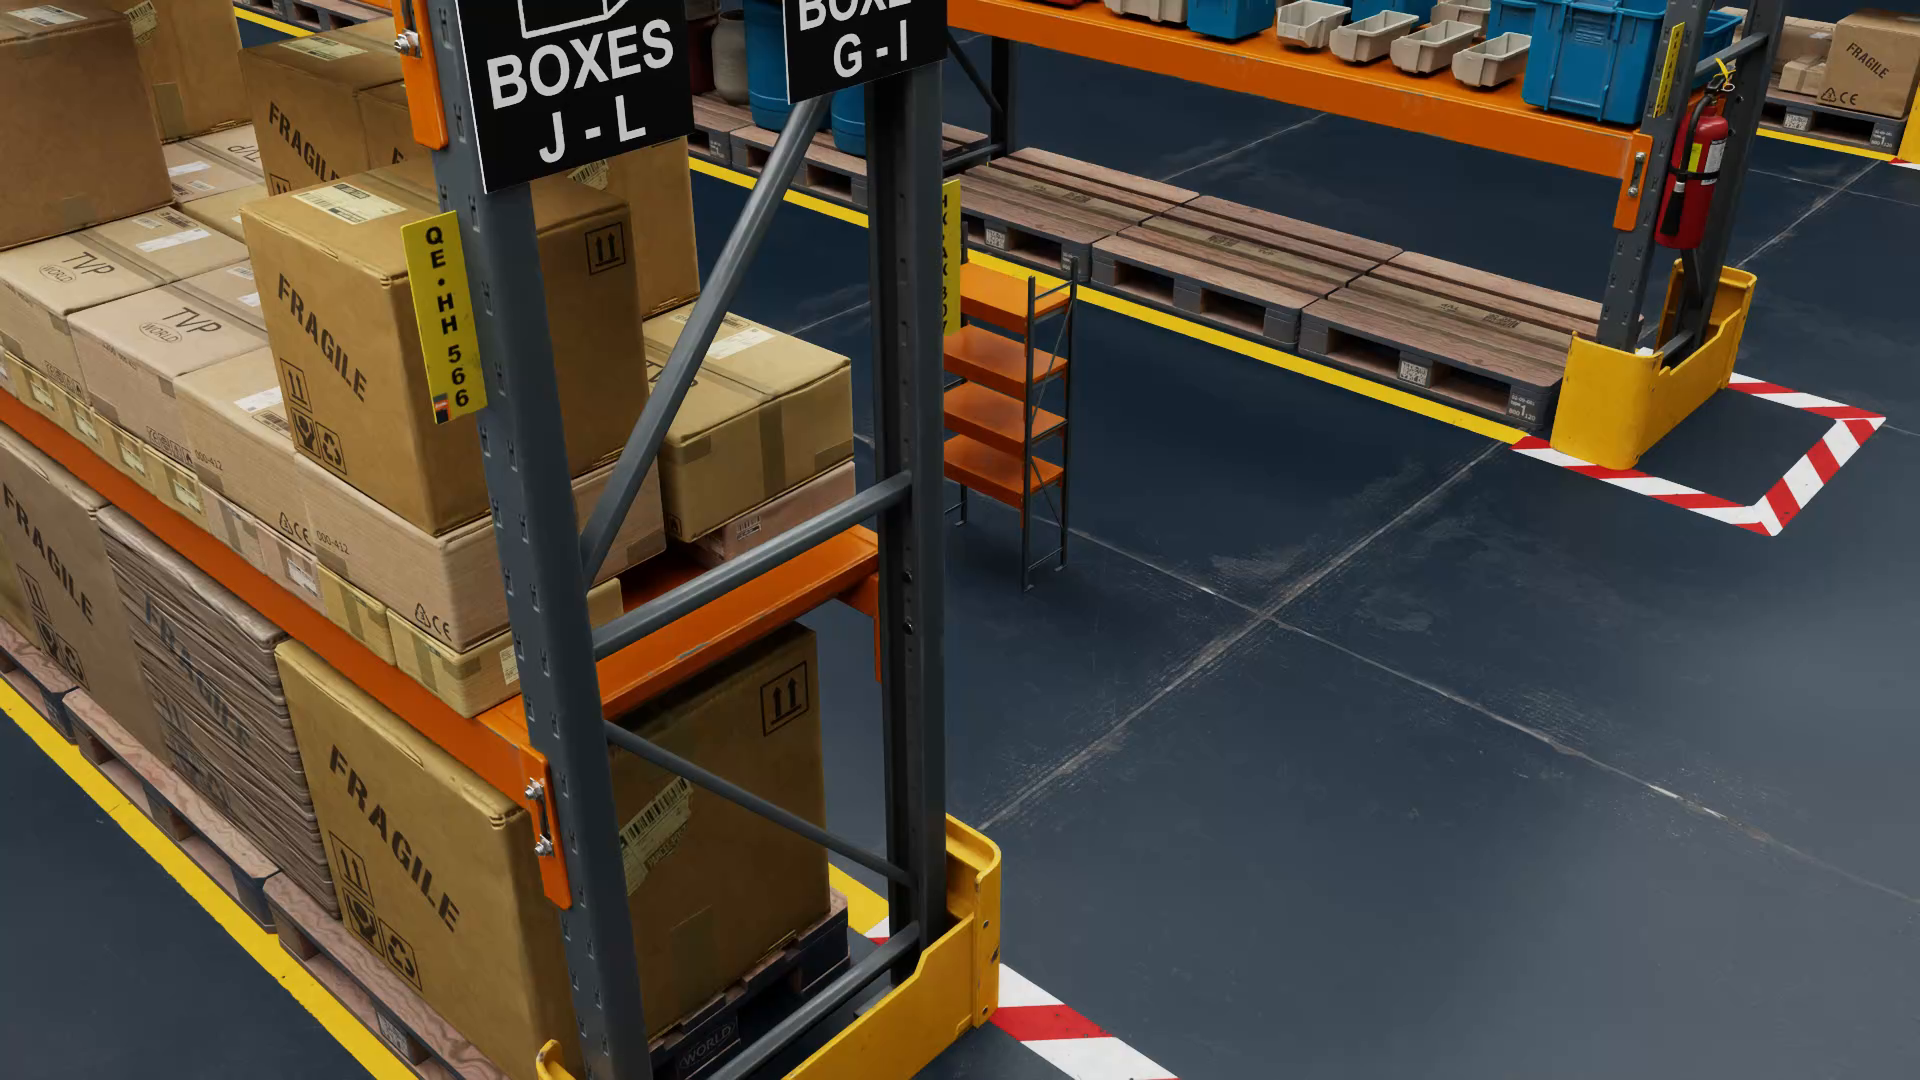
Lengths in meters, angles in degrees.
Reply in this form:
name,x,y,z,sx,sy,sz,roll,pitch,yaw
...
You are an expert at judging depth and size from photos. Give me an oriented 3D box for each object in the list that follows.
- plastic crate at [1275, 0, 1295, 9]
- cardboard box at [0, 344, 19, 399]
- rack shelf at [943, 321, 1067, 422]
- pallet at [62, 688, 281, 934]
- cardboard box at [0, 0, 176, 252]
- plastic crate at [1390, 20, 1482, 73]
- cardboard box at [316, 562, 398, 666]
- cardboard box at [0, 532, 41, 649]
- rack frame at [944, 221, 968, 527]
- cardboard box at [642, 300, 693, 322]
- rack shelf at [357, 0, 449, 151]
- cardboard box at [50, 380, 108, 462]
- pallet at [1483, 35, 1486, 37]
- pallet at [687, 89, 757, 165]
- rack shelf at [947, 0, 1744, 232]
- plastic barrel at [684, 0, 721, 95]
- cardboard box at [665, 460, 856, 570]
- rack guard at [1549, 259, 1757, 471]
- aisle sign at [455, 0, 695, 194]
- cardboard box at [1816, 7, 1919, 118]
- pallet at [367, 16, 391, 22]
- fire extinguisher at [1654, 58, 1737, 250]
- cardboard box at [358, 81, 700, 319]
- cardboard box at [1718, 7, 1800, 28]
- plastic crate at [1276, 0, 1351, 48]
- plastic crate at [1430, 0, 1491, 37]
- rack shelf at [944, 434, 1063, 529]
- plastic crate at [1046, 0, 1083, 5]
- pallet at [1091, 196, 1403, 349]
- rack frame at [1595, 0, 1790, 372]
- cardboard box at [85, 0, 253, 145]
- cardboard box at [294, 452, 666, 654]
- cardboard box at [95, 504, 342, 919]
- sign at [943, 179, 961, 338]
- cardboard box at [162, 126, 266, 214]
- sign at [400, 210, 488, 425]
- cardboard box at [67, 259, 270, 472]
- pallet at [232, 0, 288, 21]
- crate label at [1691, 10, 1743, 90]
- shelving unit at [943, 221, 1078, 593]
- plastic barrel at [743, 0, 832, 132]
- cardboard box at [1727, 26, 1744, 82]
name,x,y,z,sx,sy,sz,roll,pitch,yaw
plastic crate,1.440,-2.647,7.936,0.466,0.136,0.293,25,39,35
cardboard box,-2.419,-0.542,4.486,0.250,0.149,0.380,26,39,36
rack shelf,0.123,-0.591,5.765,0.480,0.148,0.258,25,39,35
pallet,-1.957,0.582,5.078,1.213,0.211,1.003,25,39,35
cardboard box,-2.444,-1.097,4.294,0.500,0.500,0.500,24,38,34
plastic crate,1.981,-2.069,6.976,0.243,0.136,0.396,25,39,35
cardboard box,-1.090,0.078,3.456,0.250,0.149,0.380,25,39,36
cardboard box,-2.941,-0.338,5.557,0.875,0.875,0.875,25,39,35
rack frame,-0.058,-0.541,5.986,0.015,1.200,0.240,25,39,35
cardboard box,-0.976,-0.453,3.952,0.500,0.250,0.500,24,39,35
rack shelf,-1.894,-1.612,3.809,4.000,0.370,1.077,25,39,35
cardboard box,-2.029,-0.362,4.187,0.250,0.149,0.380,26,40,36
pallet,3.782,-3.682,12.161,1.213,0.211,1.003,25,39,35
pallet,-1.506,-2.732,10.584,1.213,0.211,1.003,25,39,35
rack shelf,1.430,-2.221,7.729,4.000,0.370,1.077,25,39,35
plastic barrel,-1.808,-3.199,10.587,0.708,0.588,0.600,25,39,35
cardboard box,-0.453,-0.085,3.726,0.250,0.149,0.380,26,39,36
rack guard,2.939,-0.763,7.033,0.348,0.500,1.175,25,39,35
aisle sign,-0.559,-0.917,2.345,0.004,0.787,0.394,25,39,35
cardboard box,5.671,-2.942,10.225,0.500,0.500,0.500,25,39,35
pallet,-3.567,-3.694,12.182,1.213,0.211,1.003,25,39,35
fire extinguisher,2.719,-1.418,6.134,0.183,0.674,0.296,25,39,35
cardboard box,-0.957,-0.770,3.751,0.500,0.500,0.500,24,38,34
cardboard box,5.285,-3.383,11.201,0.500,0.250,0.500,25,39,35
plastic crate,1.526,-2.251,7.279,0.250,0.136,0.298,25,39,35
plastic crate,2.265,-2.339,7.424,0.298,0.136,0.250,25,39,35
rack shelf,0.123,-0.229,5.982,0.480,0.148,0.258,25,39,35
plastic crate,0.440,-2.870,7.989,0.583,0.464,0.402,25,39,35
pallet,1.427,-1.365,8.313,1.213,0.211,1.003,25,39,35
rack frame,2.912,-1.837,6.394,0.127,3.000,1.000,25,39,35
cardboard box,-2.488,-1.480,4.931,0.500,0.500,0.500,25,39,36
cardboard box,-0.949,-0.073,3.319,0.500,0.250,0.500,24,39,34
cardboard box,-1.614,0.281,4.527,0.875,0.875,0.875,25,39,35
sign,-0.034,-0.558,3.353,0.005,0.325,0.100,25,39,35
cardboard box,-2.109,-0.984,4.833,0.500,0.250,0.500,26,40,36
sign,-0.786,-0.338,2.551,0.005,0.325,0.100,25,39,35
cardboard box,-1.702,-0.425,3.904,0.500,0.250,0.500,24,38,34
pallet,-5.376,-4.539,13.585,1.213,0.211,1.003,25,39,35
crate label,2.950,-2.003,6.772,0.303,0.233,0.416,25,39,35
shelving unit,0.123,-0.457,5.845,0.503,1.200,0.258,25,39,35
plastic barrel,-0.970,-2.942,9.857,0.708,0.901,0.600,25,39,35
cardboard box,4.986,-3.175,10.855,0.500,0.250,0.500,25,39,35
